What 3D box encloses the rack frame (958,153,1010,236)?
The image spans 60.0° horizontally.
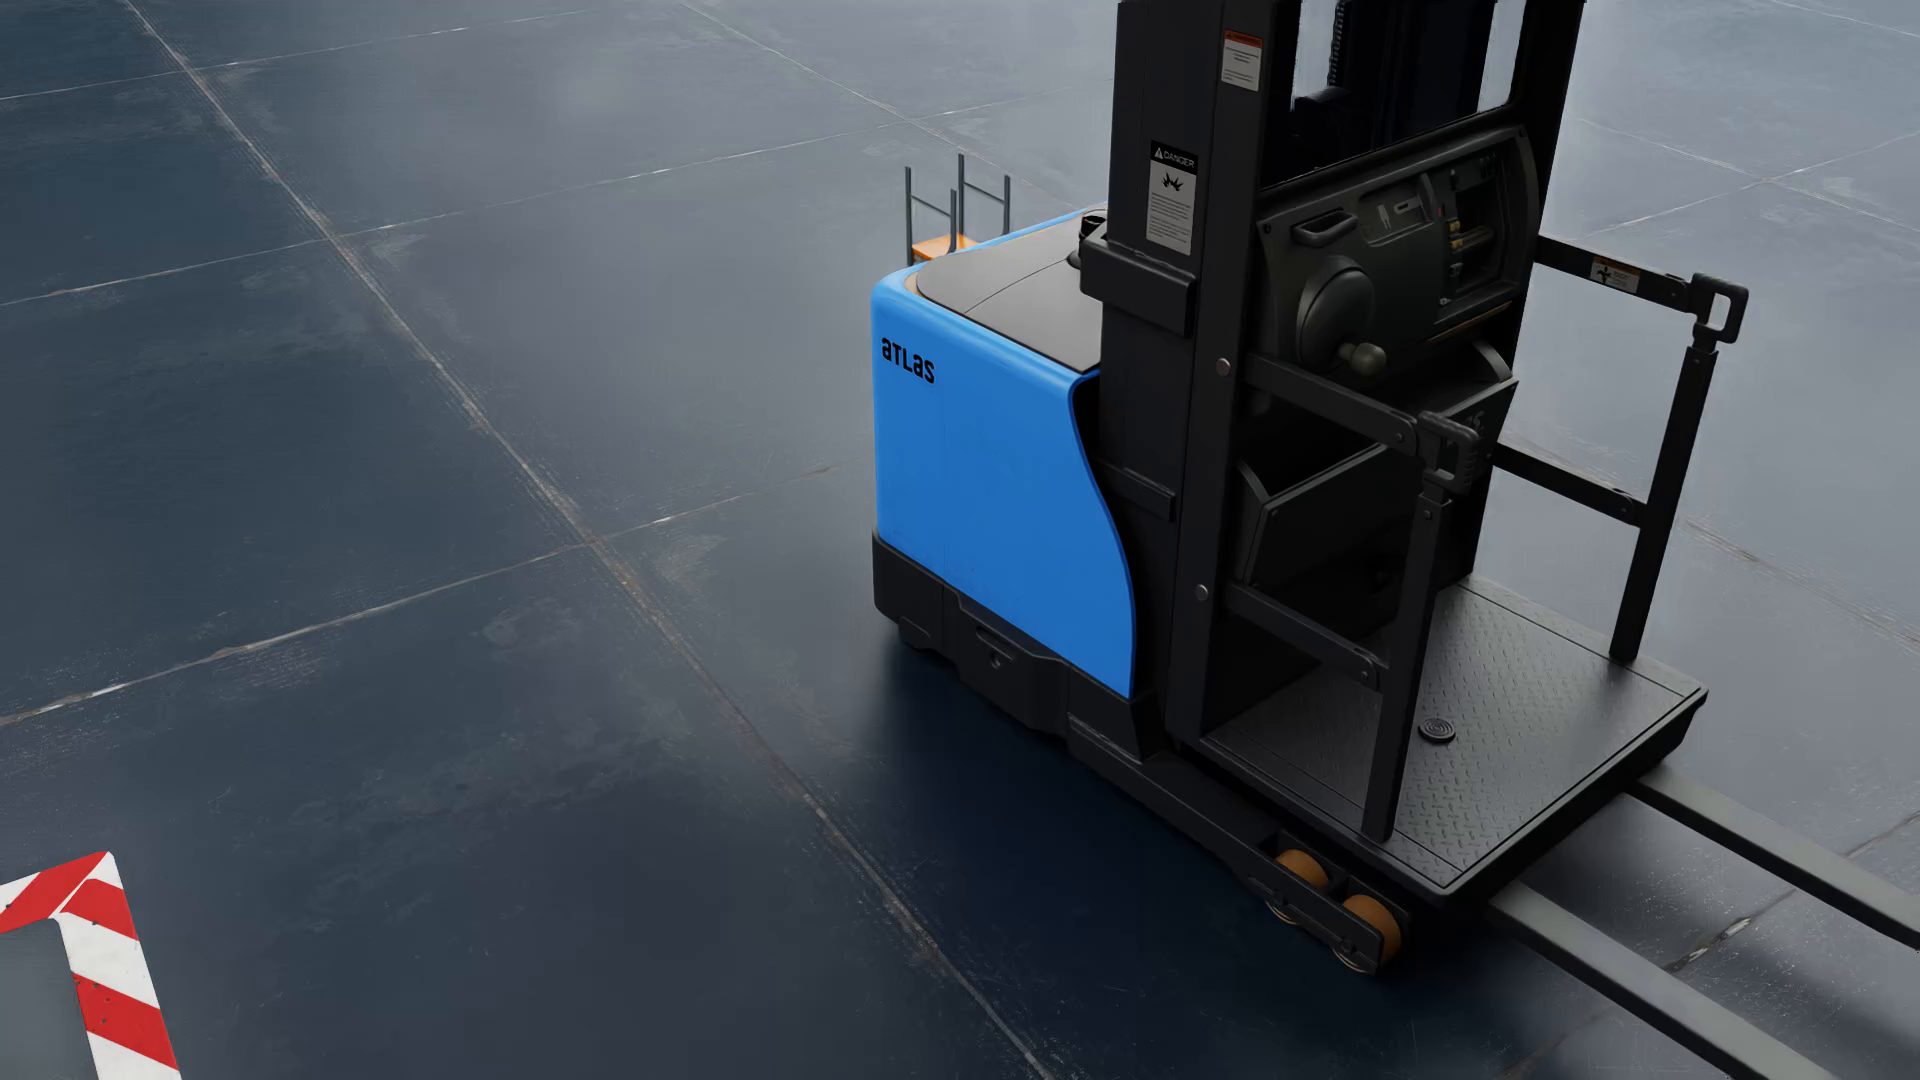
[{"bbox_3d":[0.067,-0.548,4.994,0.006,1.200,0.240,-21,38,-30],"label":"rack frame"}]

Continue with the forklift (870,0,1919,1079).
[{"bbox_3d":[1.094,-0.582,3.426,1.130,2.935,3.031,-25,40,-34],"label":"forklift"}]

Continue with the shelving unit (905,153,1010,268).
[{"bbox_3d":[-0.007,-0.519,4.949,0.189,1.200,0.258,-21,38,-30],"label":"shelving unit"}]

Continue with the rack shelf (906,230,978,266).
[{"bbox_3d":[-0.007,-0.786,4.780,0.180,0.103,0.258,-21,38,-30],"label":"rack shelf"}]

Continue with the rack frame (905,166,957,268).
[{"bbox_3d":[-0.082,-0.491,4.904,0.006,1.200,0.240,-21,38,-30],"label":"rack frame"}]
